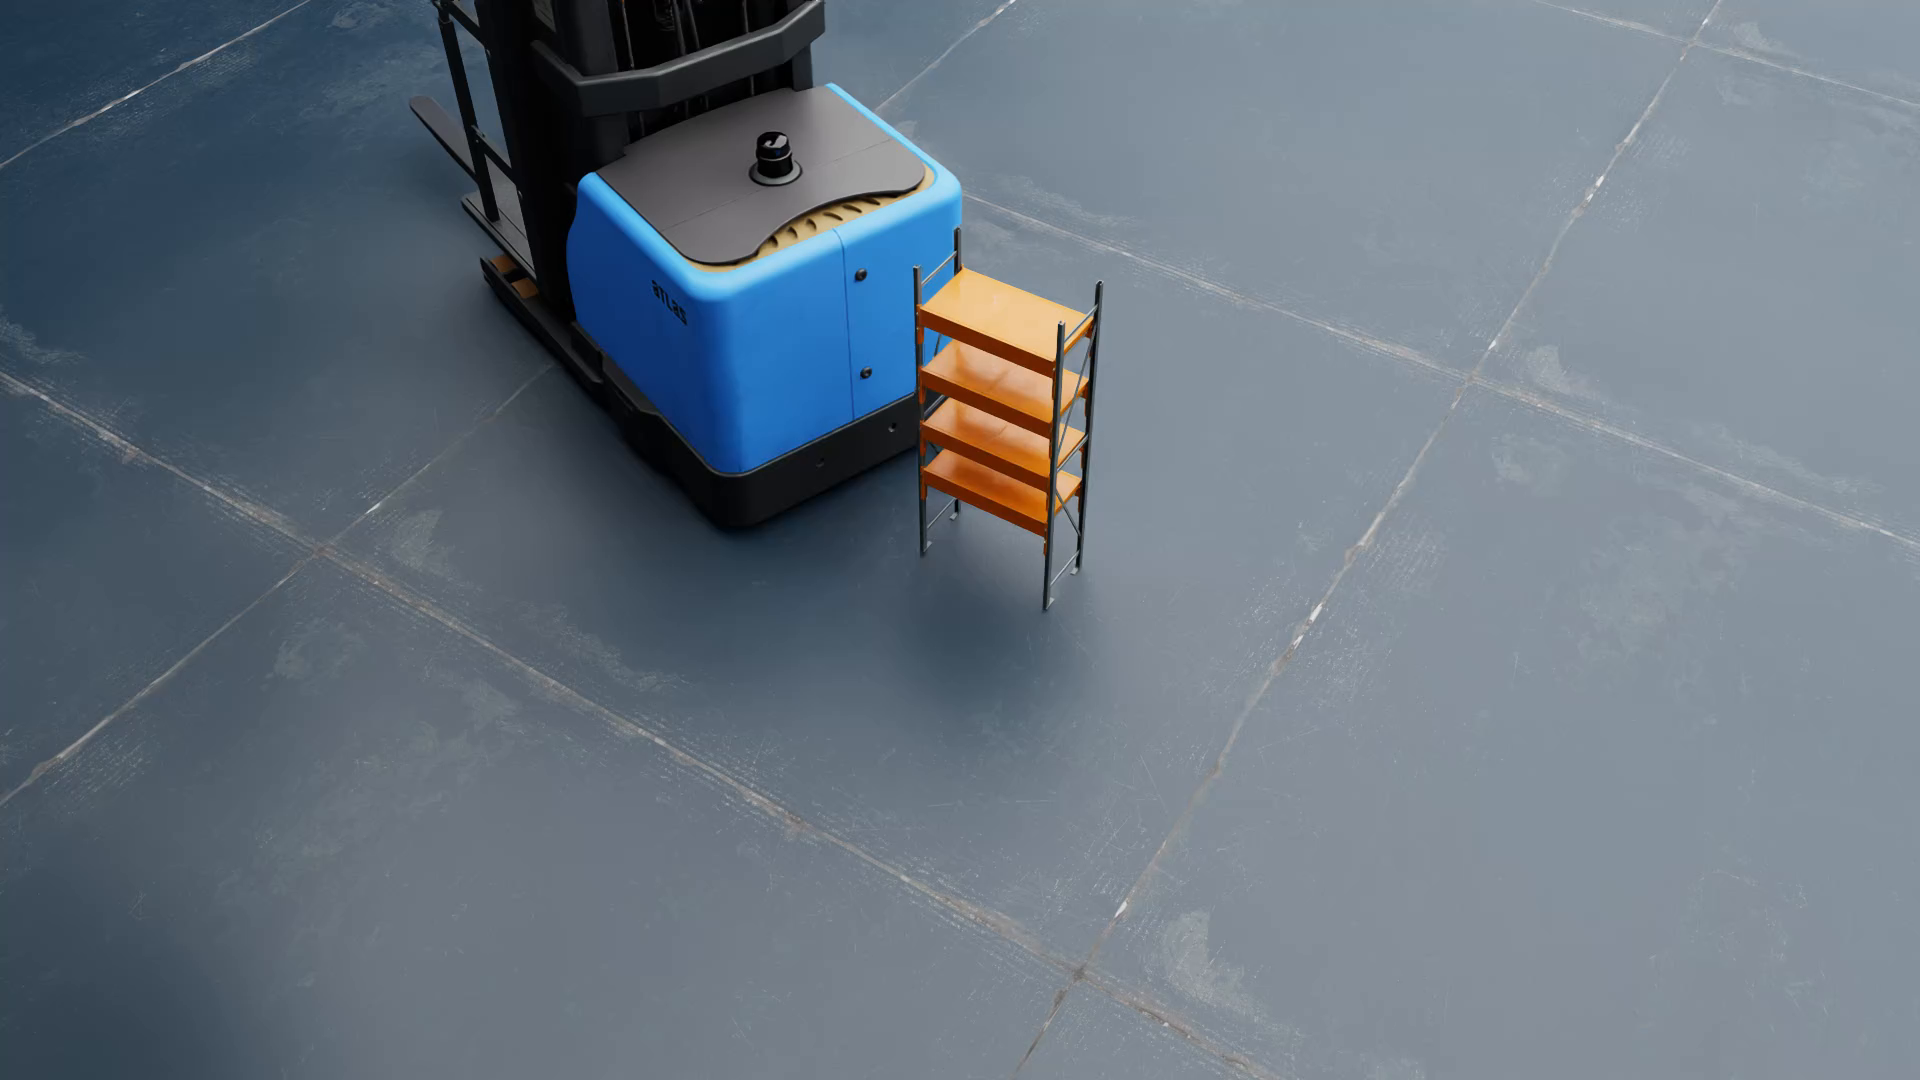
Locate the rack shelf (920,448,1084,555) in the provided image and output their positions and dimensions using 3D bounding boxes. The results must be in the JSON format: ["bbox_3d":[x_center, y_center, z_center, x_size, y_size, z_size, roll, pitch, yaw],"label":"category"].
[{"bbox_3d":[0.139,-0.169,5.448,0.480,0.148,0.258,25,51,22],"label":"rack shelf"}]

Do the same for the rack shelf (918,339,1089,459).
[{"bbox_3d":[0.139,-0.463,5.145,0.480,0.148,0.258,25,51,22],"label":"rack shelf"}]

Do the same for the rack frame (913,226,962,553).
[{"bbox_3d":[-0.066,-0.449,5.349,0.015,1.200,0.240,25,51,22],"label":"rack frame"}]

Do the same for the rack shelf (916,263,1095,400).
[{"bbox_3d":[0.139,-0.628,4.976,0.480,0.148,0.258,25,51,22],"label":"rack shelf"}]

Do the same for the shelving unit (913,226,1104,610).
[{"bbox_3d":[0.139,-0.354,5.257,0.503,1.200,0.258,25,51,22],"label":"shelving unit"}]

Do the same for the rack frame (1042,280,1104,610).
[{"bbox_3d":[0.345,-0.260,5.166,0.015,1.200,0.240,25,51,22],"label":"rack frame"}]

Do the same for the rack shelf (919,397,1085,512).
[{"bbox_3d":[0.139,-0.307,5.306,0.480,0.148,0.258,25,51,22],"label":"rack shelf"}]

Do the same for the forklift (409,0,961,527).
[{"bbox_3d":[-1.260,-2.080,5.727,1.130,2.935,3.031,-28,52,-25],"label":"forklift"}]
